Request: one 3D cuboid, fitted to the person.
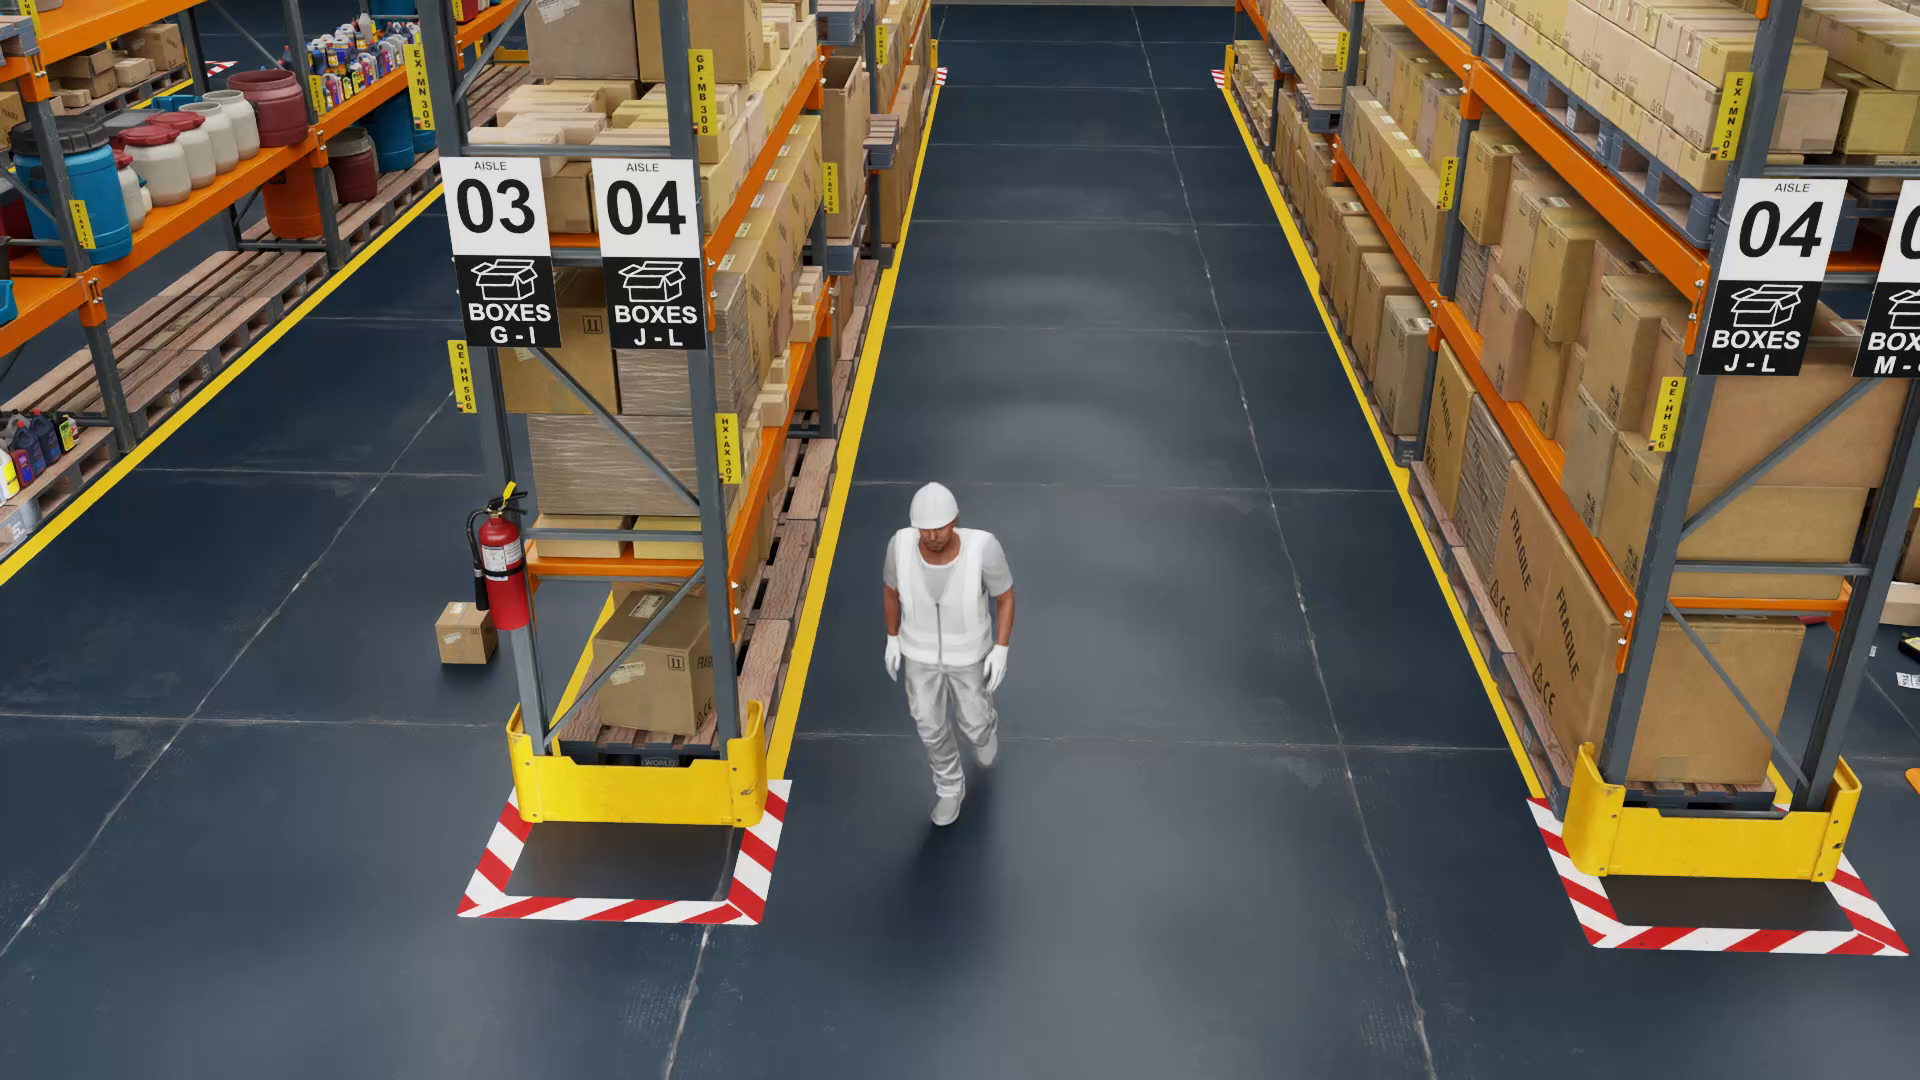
[{"bbox_3d":[-0.047,0.469,7.693,0.606,1.755,0.649,3,28,6],"label":"person"}]
